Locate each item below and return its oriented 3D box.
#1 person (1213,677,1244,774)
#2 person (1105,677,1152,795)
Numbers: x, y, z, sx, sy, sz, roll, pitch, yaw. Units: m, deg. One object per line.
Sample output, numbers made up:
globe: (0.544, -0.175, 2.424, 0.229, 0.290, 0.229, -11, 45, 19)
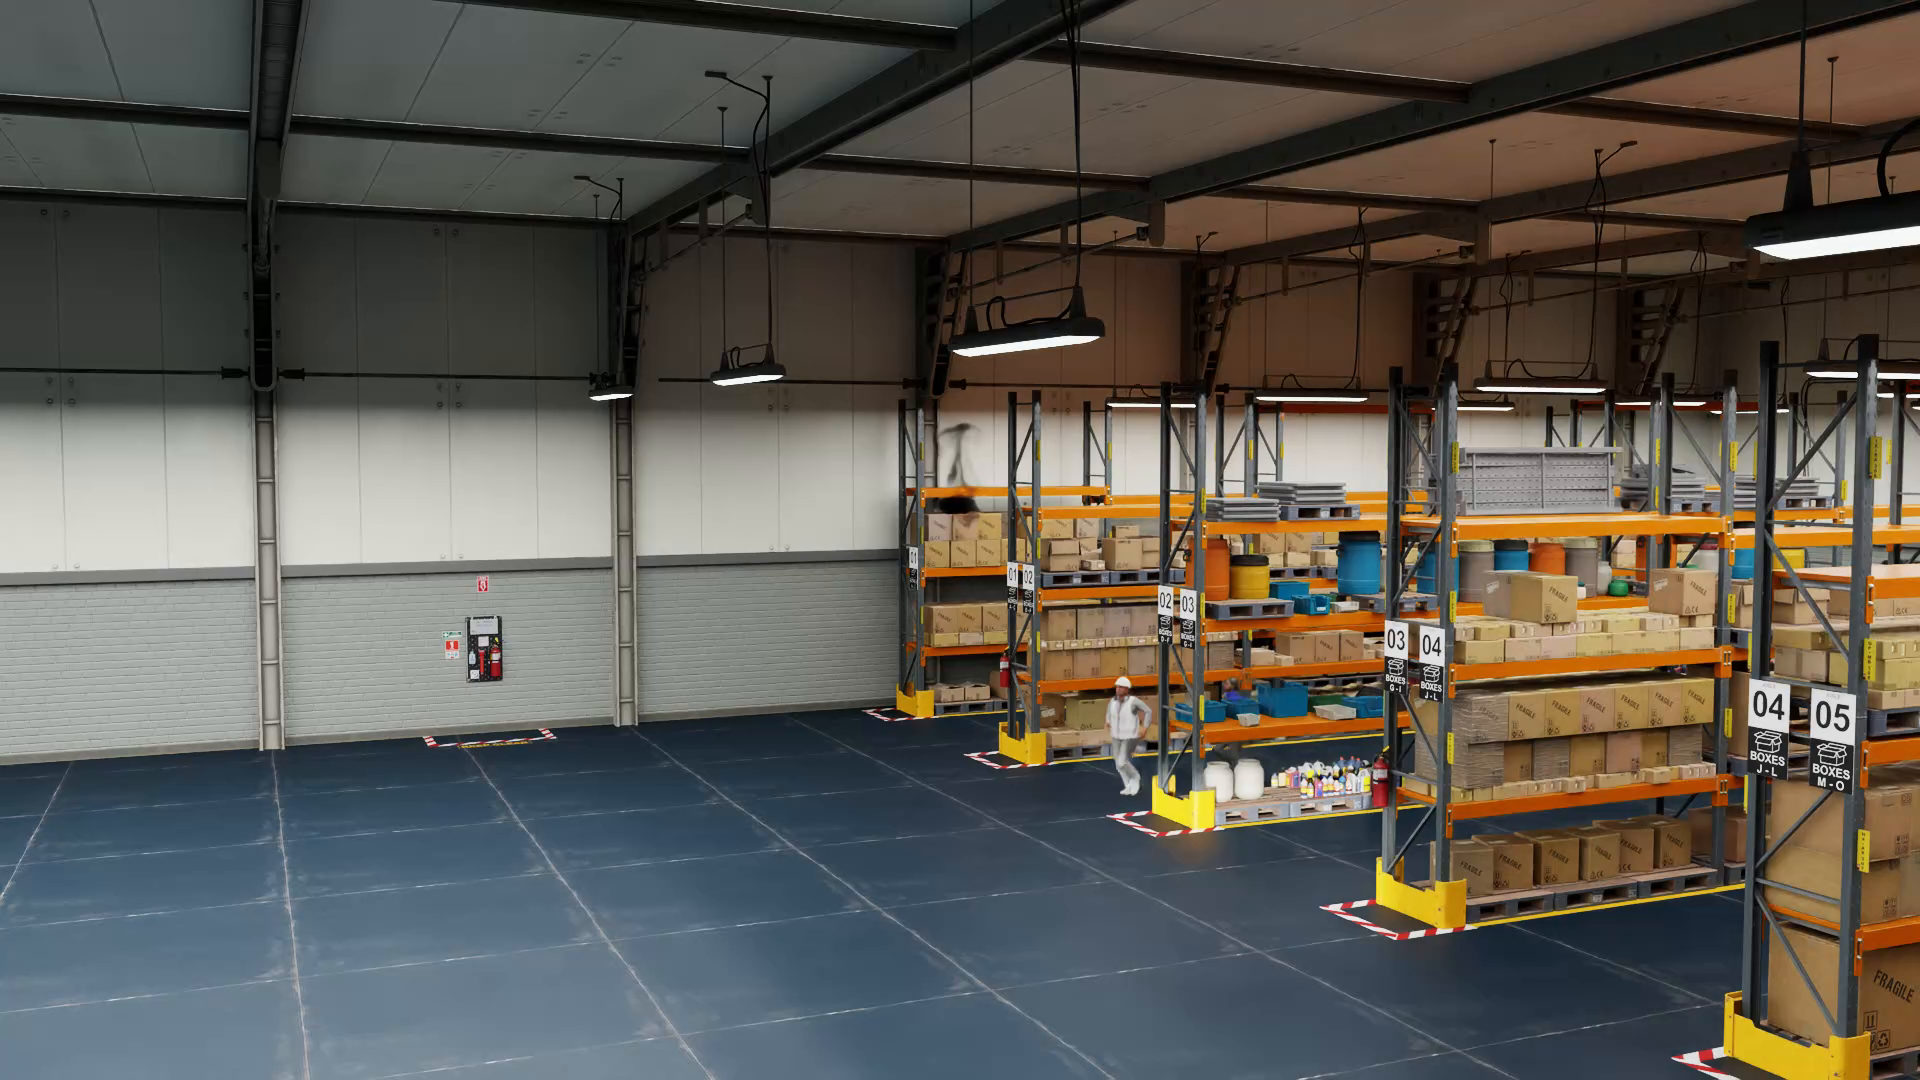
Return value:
person: (4.082, 2.885, 25.087, 0.632, 1.620, 0.554, -1, 3, -16)
person: (2.385, 2.870, 24.223, 0.675, 1.744, 0.646, 3, 4, 40)
